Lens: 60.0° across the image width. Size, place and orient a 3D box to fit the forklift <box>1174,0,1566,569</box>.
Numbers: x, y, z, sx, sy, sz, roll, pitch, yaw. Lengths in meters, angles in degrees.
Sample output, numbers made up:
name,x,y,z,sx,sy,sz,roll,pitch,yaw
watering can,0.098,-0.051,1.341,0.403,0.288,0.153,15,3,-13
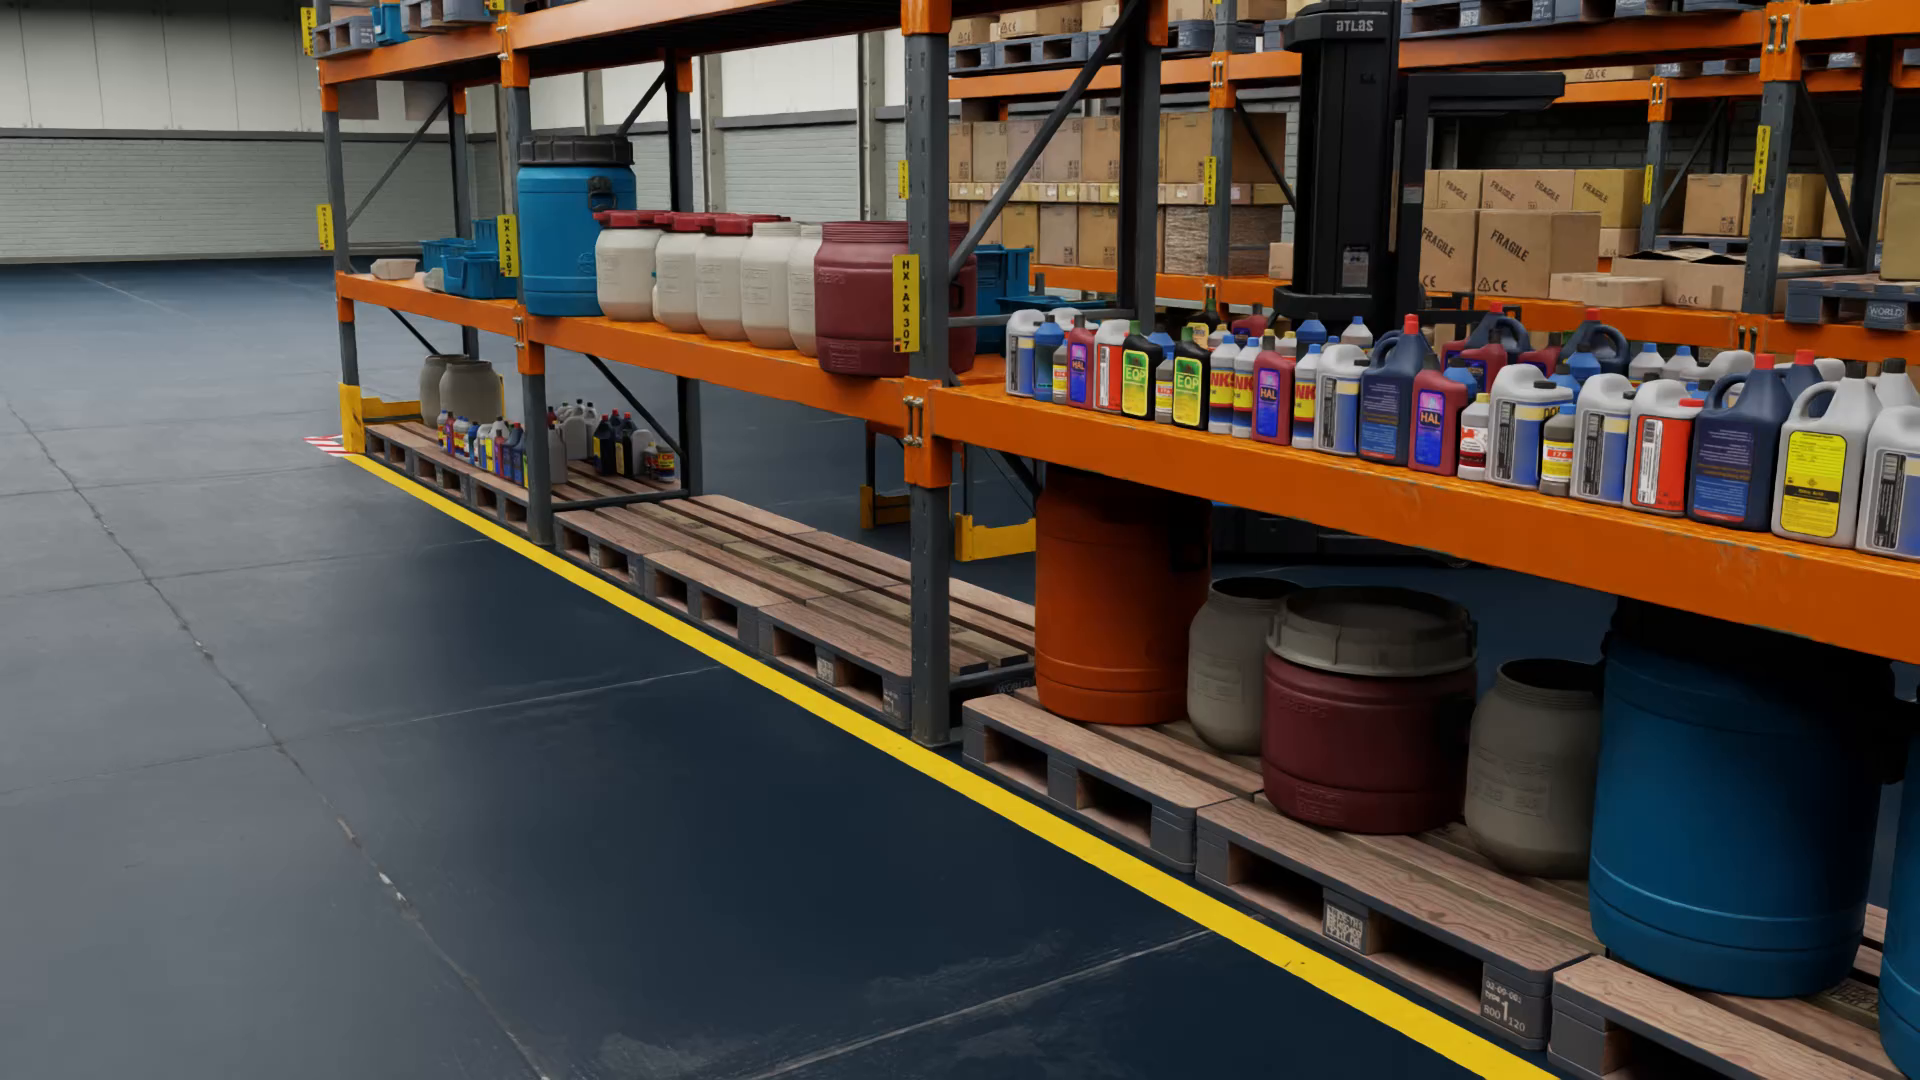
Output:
name,x,y,z,sx,sy,sz,roll,pitch,yaw
forklift,2.546,-1.399,8.897,3.031,2.935,1.130,1,12,3

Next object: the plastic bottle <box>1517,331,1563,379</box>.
name,x,y,z,sx,sy,sz,roll,pitch,yaw
plastic bottle,1.612,-0.438,4.617,0.061,0.283,0.133,-8,15,-33

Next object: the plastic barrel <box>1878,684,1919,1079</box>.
name,x,y,z,sx,sy,sz,roll,pitch,yaw
plastic barrel,2.202,0.649,3.302,0.600,0.901,0.708,-8,15,-33

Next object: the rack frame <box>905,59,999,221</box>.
name,x,y,z,sx,sy,sz,roll,pitch,yaw
rack frame,-0.033,-2.792,15.108,1.000,3.000,0.127,-8,15,-33

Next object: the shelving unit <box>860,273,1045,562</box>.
name,x,y,z,sx,sy,sz,roll,pitch,yaw
shelving unit,-0.042,-0.746,9.264,0.587,1.500,1.083,-8,15,-33

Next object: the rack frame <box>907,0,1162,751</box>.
name,x,y,z,sx,sy,sz,roll,pitch,yaw
rack frame,0.273,-0.784,5.924,1.000,3.000,0.127,-8,15,-33

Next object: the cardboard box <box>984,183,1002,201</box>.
name,x,y,z,sx,sy,sz,roll,pitch,yaw
cardboard box,0.428,-2.926,13.969,0.380,0.149,0.250,-8,15,-34

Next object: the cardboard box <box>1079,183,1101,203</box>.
name,x,y,z,sx,sy,sz,roll,pitch,yaw
cardboard box,1.152,-2.695,12.914,0.380,0.149,0.250,-8,14,-31

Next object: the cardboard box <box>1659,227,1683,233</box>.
name,x,y,z,sx,sy,sz,roll,pitch,yaw
cardboard box,6.223,-2.713,15.052,0.500,0.250,0.500,-8,15,-32

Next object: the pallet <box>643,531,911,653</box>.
name,x,y,z,sx,sy,sz,roll,pitch,yaw
pallet,-0.795,0.219,7.864,1.003,0.211,1.213,-8,15,-33

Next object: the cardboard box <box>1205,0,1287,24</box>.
name,x,y,z,sx,sy,sz,roll,pitch,yaw
cardboard box,2.123,-3.989,12.017,0.500,0.500,0.500,-7,14,-28

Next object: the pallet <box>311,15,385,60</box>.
name,x,y,z,sx,sy,sz,roll,pitch,yaw
pallet,-3.782,-3.421,11.404,1.003,0.211,1.213,-8,15,-33

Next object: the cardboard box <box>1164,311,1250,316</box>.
name,x,y,z,sx,sy,sz,roll,pitch,yaw
cardboard box,1.903,-1.517,12.973,0.500,0.500,0.500,-8,15,-33

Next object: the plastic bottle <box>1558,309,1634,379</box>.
name,x,y,z,sx,sy,sz,roll,pitch,yaw
plastic bottle,1.716,-0.445,4.491,0.144,0.351,0.185,-8,15,-33

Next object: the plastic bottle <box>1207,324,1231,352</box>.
name,x,y,z,sx,sy,sz,roll,pitch,yaw
plastic bottle,0.901,-0.643,5.744,0.097,0.201,0.097,0,12,0

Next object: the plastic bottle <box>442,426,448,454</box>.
name,x,y,z,sx,sy,sz,roll,pitch,yaw
plastic bottle,-3.357,-0.677,10.955,0.097,0.201,0.097,0,12,0

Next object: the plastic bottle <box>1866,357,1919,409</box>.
name,x,y,z,sx,sy,sz,roll,pitch,yaw
plastic bottle,1.828,-0.190,3.325,0.144,0.351,0.185,-8,15,-33

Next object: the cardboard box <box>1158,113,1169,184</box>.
name,x,y,z,sx,sy,sz,roll,pitch,yaw
cardboard box,1.651,-2.931,12.474,0.700,0.500,0.500,-8,15,-33

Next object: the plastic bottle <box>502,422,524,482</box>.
name,x,y,z,sx,sy,sz,roll,pitch,yaw
plastic bottle,-2.646,-0.531,9.937,0.144,0.351,0.185,-9,15,-36

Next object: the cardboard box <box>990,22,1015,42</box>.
name,x,y,z,sx,sy,sz,roll,pitch,yaw
cardboard box,0.472,-4.178,13.703,0.380,0.149,0.250,-8,15,-33

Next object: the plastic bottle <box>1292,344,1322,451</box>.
name,x,y,z,sx,sy,sz,roll,pitch,yaw
plastic bottle,0.925,-0.376,4.363,0.097,0.271,0.097,0,12,0

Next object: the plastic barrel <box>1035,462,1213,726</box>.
name,x,y,z,sx,sy,sz,roll,pitch,yaw
plastic barrel,0.559,0.156,5.723,0.600,0.830,0.708,-8,15,-33

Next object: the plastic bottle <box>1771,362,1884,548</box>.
name,x,y,z,sx,sy,sz,roll,pitch,yaw
plastic bottle,1.708,-0.173,3.247,0.144,0.351,0.185,-8,15,-33

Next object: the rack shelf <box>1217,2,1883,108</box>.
name,x,y,z,sx,sy,sz,roll,pitch,yaw
rack shelf,3.291,-2.839,9.985,1.077,0.370,4.000,-8,15,-33

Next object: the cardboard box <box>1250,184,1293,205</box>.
name,x,y,z,sx,sy,sz,roll,pitch,yaw
cardboard box,2.195,-2.517,12.099,0.380,0.149,0.250,-8,15,-33

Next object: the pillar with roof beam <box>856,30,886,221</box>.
name,x,y,z,sx,sy,sz,roll,pitch,yaw
pillar with roof beam,-5.036,-7.912,24.480,9.100,9.000,0.400,-8,15,-33

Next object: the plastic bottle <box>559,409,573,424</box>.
name,x,y,z,sx,sy,sz,roll,pitch,yaw
plastic bottle,-2.583,-0.743,11.085,0.152,0.276,0.135,-9,15,-34

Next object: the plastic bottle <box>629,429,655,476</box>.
name,x,y,z,sx,sy,sz,roll,pitch,yaw
plastic bottle,-1.956,-0.542,10.166,0.152,0.276,0.135,-7,14,-31

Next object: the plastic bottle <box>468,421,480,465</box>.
name,x,y,z,sx,sy,sz,roll,pitch,yaw
plastic bottle,-3.056,-0.614,10.507,0.097,0.271,0.097,0,12,0

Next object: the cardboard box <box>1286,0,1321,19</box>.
name,x,y,z,sx,sy,sz,roll,pitch,yaw
cardboard box,2.516,-3.567,11.000,0.500,0.250,0.500,-6,14,-27

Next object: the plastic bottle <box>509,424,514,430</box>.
name,x,y,z,sx,sy,sz,roll,pitch,yaw
plastic bottle,-2.754,-0.572,10.283,0.061,0.283,0.133,-8,15,-33

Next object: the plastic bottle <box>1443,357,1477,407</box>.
name,x,y,z,sx,sy,sz,roll,pitch,yaw
plastic bottle,1.207,-0.309,4.057,0.097,0.271,0.097,0,12,0

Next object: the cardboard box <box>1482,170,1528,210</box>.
name,x,y,z,sx,sy,sz,roll,pitch,yaw
cardboard box,5.234,-3.197,15.509,0.500,0.500,0.500,-9,15,-34

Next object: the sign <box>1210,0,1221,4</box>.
name,x,y,z,sx,sy,sz,roll,pitch,yaw
sign,1.722,-3.771,11.170,0.100,0.325,0.005,-8,15,-33

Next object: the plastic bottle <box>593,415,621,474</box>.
name,x,y,z,sx,sy,sz,roll,pitch,yaw
plastic bottle,-2.165,-0.592,10.216,0.144,0.351,0.185,-8,15,-33

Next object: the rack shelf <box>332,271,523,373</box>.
name,x,y,z,sx,sy,sz,roll,pitch,yaw
rack shelf,-3.051,-1.499,10.881,1.077,0.370,4.000,-8,15,-33

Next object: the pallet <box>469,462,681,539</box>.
name,x,y,z,sx,sy,sz,roll,pitch,yaw
pallet,-2.280,-0.257,10.044,1.003,0.211,1.213,-8,15,-33

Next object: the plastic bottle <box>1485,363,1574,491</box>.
name,x,y,z,sx,sy,sz,roll,pitch,yaw
plastic bottle,1.317,-0.263,3.835,0.152,0.276,0.135,-8,15,-33

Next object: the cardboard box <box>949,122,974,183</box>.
name,x,y,z,sx,sy,sz,roll,pitch,yaw
cardboard box,0.244,-3.381,14.530,0.700,0.500,0.500,-8,15,-33

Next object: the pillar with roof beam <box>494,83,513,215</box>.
name,x,y,z,sx,sy,sz,roll,pitch,yaw
pillar with roof beam,-15.009,-11.114,39.119,9.100,9.000,0.548,-8,15,-33

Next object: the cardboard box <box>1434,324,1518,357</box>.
name,x,y,z,sx,sy,sz,roll,pitch,yaw
cardboard box,5.077,-2.001,16.314,0.700,0.500,0.500,-9,15,-36

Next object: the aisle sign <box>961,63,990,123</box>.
name,x,y,z,sx,sy,sz,roll,pitch,yaw
aisle sign,0.175,-4.109,15.043,0.394,0.787,0.004,-8,15,-33

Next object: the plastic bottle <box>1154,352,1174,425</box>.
name,x,y,z,sx,sy,sz,roll,pitch,yaw
plastic bottle,0.616,-0.442,4.825,0.097,0.201,0.097,0,12,0

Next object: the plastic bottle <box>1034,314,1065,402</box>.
name,x,y,z,sx,sy,sz,roll,pitch,yaw
plastic bottle,0.285,-0.582,5.302,0.097,0.271,0.097,0,12,0

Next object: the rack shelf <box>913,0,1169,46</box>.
name,x,y,z,sx,sy,sz,roll,pitch,yaw
rack shelf,1.381,-1.542,4.054,1.077,0.370,4.000,-8,15,-33

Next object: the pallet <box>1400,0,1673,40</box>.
name,x,y,z,sx,sy,sz,roll,pitch,yaw
pallet,3.326,-3.051,9.713,1.003,0.211,1.213,-7,14,-30

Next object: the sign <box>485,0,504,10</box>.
name,x,y,z,sx,sy,sz,roll,pitch,yaw
sign,-2.407,-2.902,8.567,0.100,0.325,0.005,-8,15,-33

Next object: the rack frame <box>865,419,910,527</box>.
name,x,y,z,sx,sy,sz,roll,pitch,yaw
rack frame,-0.329,-0.838,9.684,0.500,1.500,0.032,-8,15,-33

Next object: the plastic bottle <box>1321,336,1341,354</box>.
name,x,y,z,sx,sy,sz,roll,pitch,yaw
plastic bottle,1.191,-0.550,5.319,0.097,0.201,0.097,0,12,0

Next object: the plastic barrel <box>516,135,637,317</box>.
name,x,y,z,sx,sy,sz,roll,pitch,yaw
plastic barrel,-1.981,-1.635,8.646,0.600,0.901,0.708,-8,15,-33

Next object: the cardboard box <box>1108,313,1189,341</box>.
name,x,y,z,sx,sy,sz,roll,pitch,yaw
cardboard box,1.477,-1.456,12.696,0.500,0.500,0.500,-8,15,-33

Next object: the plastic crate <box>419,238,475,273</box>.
name,x,y,z,sx,sy,sz,roll,pitch,yaw
plastic crate,-3.633,-2.080,12.201,0.499,0.251,0.616,-8,15,-33

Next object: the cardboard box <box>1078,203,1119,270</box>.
name,x,y,z,sx,sy,sz,roll,pitch,yaw
cardboard box,1.359,-2.391,13.038,0.700,0.500,0.500,-8,15,-32

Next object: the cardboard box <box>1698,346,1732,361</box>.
name,x,y,z,sx,sy,sz,roll,pitch,yaw
cardboard box,6.726,-1.533,14.170,0.700,0.500,0.500,-8,14,-31

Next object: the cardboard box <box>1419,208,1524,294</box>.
name,x,y,z,sx,sy,sz,roll,pitch,yaw
cardboard box,3.164,-1.808,10.376,0.500,0.500,0.500,-8,15,-33

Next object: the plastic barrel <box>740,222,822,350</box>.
name,x,y,z,sx,sy,sz,roll,pitch,yaw
plastic barrel,-0.708,-1.071,6.976,0.421,0.512,0.421,0,12,0

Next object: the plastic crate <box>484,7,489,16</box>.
name,x,y,z,sx,sy,sz,roll,pitch,yaw
plastic crate,-2.852,-3.361,10.724,0.392,0.384,0.575,-8,15,-33
